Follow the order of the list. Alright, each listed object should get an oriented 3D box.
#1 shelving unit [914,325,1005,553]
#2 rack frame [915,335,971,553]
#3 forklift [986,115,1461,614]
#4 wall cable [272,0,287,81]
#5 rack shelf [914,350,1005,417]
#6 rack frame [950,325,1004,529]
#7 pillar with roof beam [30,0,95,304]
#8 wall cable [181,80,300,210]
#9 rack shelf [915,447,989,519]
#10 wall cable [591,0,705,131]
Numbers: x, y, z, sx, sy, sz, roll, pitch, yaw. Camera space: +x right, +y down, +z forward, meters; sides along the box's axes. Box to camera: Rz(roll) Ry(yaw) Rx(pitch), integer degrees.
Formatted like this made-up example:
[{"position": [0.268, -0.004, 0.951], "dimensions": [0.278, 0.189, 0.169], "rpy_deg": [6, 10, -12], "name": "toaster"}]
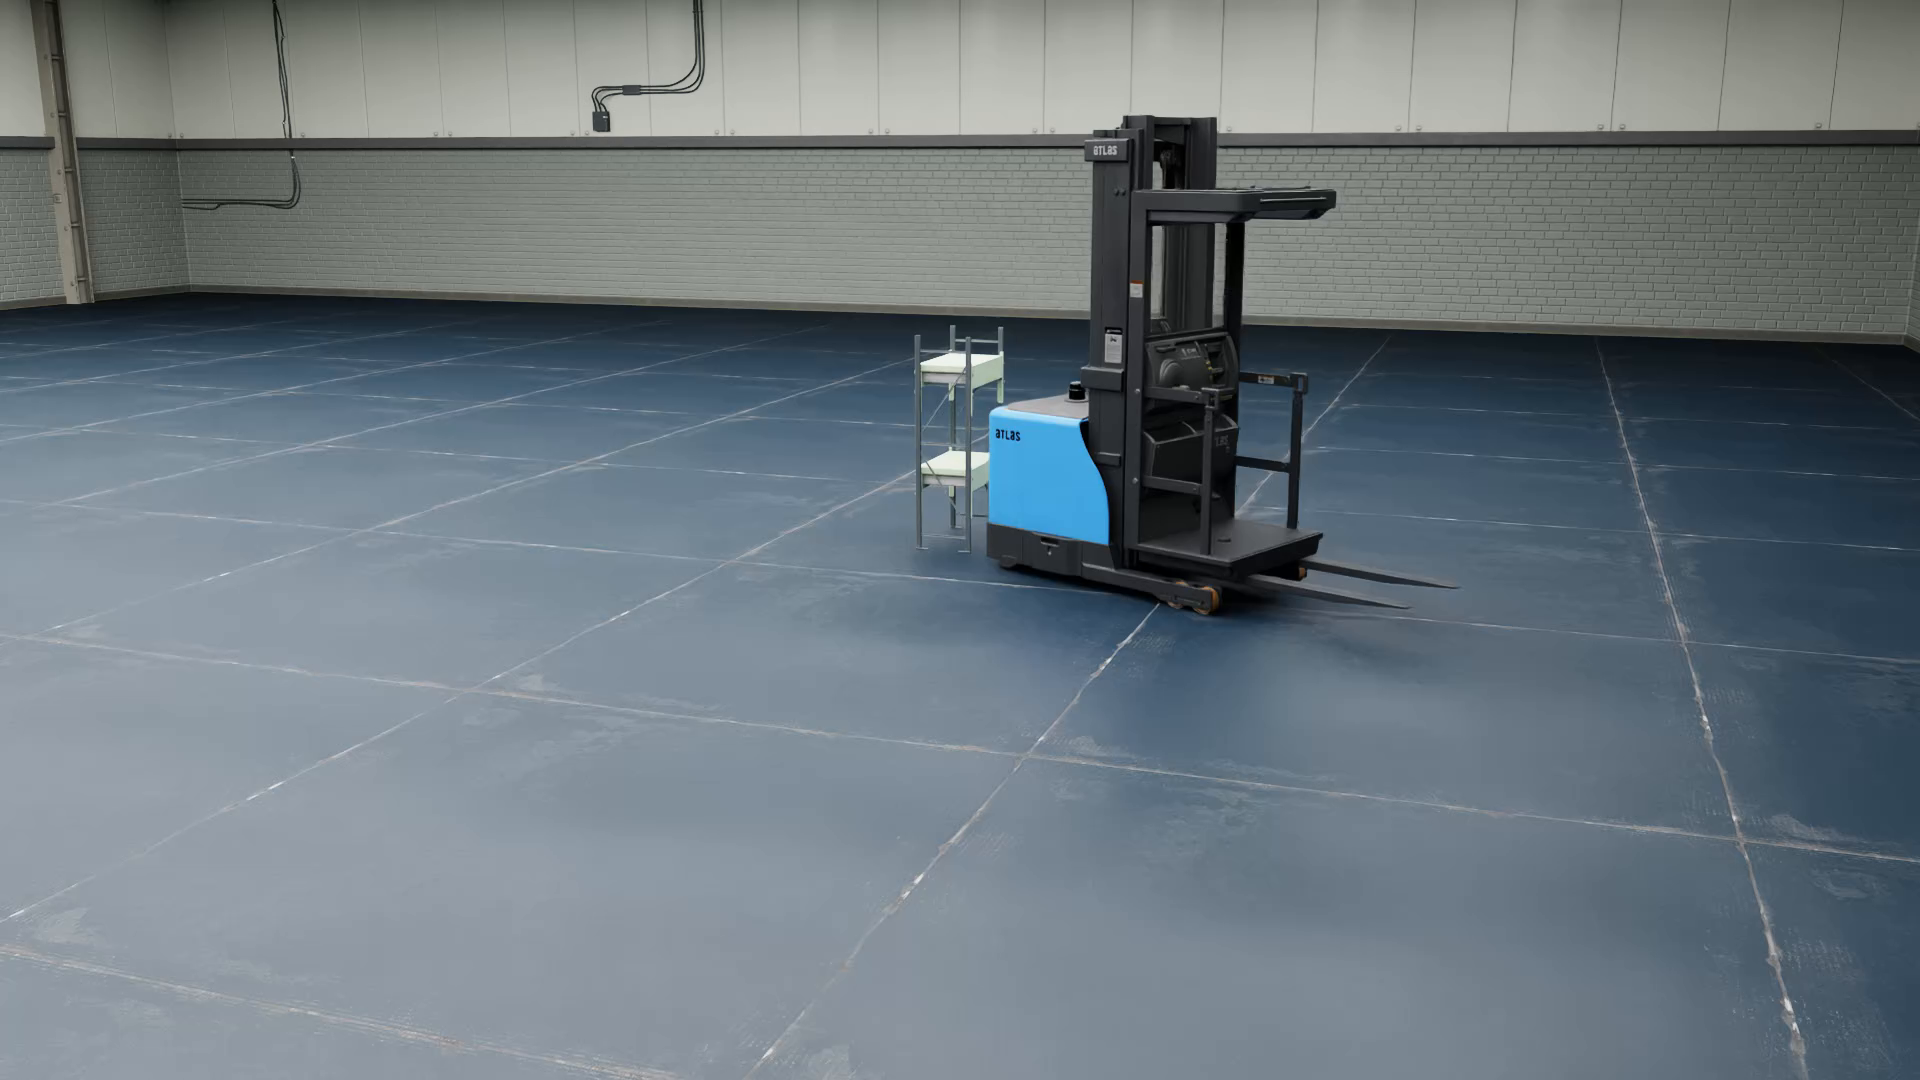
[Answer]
[{"position": [0.002, -0.733, 11.827], "dimensions": [0.431, 1.500, 0.755], "rpy_deg": [4, 14, 18], "name": "shelving unit"}, {"position": [-0.116, -0.656, 11.490], "dimensions": [0.400, 1.500, 0.023], "rpy_deg": [4, 14, 18], "name": "rack frame"}, {"position": [1.608, -1.112, 10.275], "dimensions": [3.031, 2.935, 1.130], "rpy_deg": [11, 17, 41], "name": "forklift"}, {"position": [-12.117, -10.213, 32.138], "dimensions": [3.097, 2.526, 0.112], "rpy_deg": [4, 14, 18], "name": "wall cable"}, {"position": [0.002, -1.113, 11.740], "dimensions": [0.431, 0.370, 0.720], "rpy_deg": [4, 14, 18], "name": "rack shelf"}, {"position": [0.121, -0.810, 12.165], "dimensions": [0.400, 1.500, 0.023], "rpy_deg": [4, 14, 18], "name": "rack frame"}, {"position": [-12.808, -8.624, 29.549], "dimensions": [9.100, 9.000, 0.400], "rpy_deg": [4, 14, 18], "name": "pillar with roof beam"}, {"position": [-14.677, -7.945, 33.553], "dimensions": [3.097, 2.526, 0.112], "rpy_deg": [4, 14, 18], "name": "wall cable"}, {"position": [0.002, -0.415, 11.900], "dimensions": [0.431, 0.370, 0.720], "rpy_deg": [4, 14, 18], "name": "rack shelf"}, {"position": [-5.699, -10.430, 29.820], "dimensions": [2.305, 6.003, 0.169], "rpy_deg": [4, 14, 18], "name": "wall cable"}]
